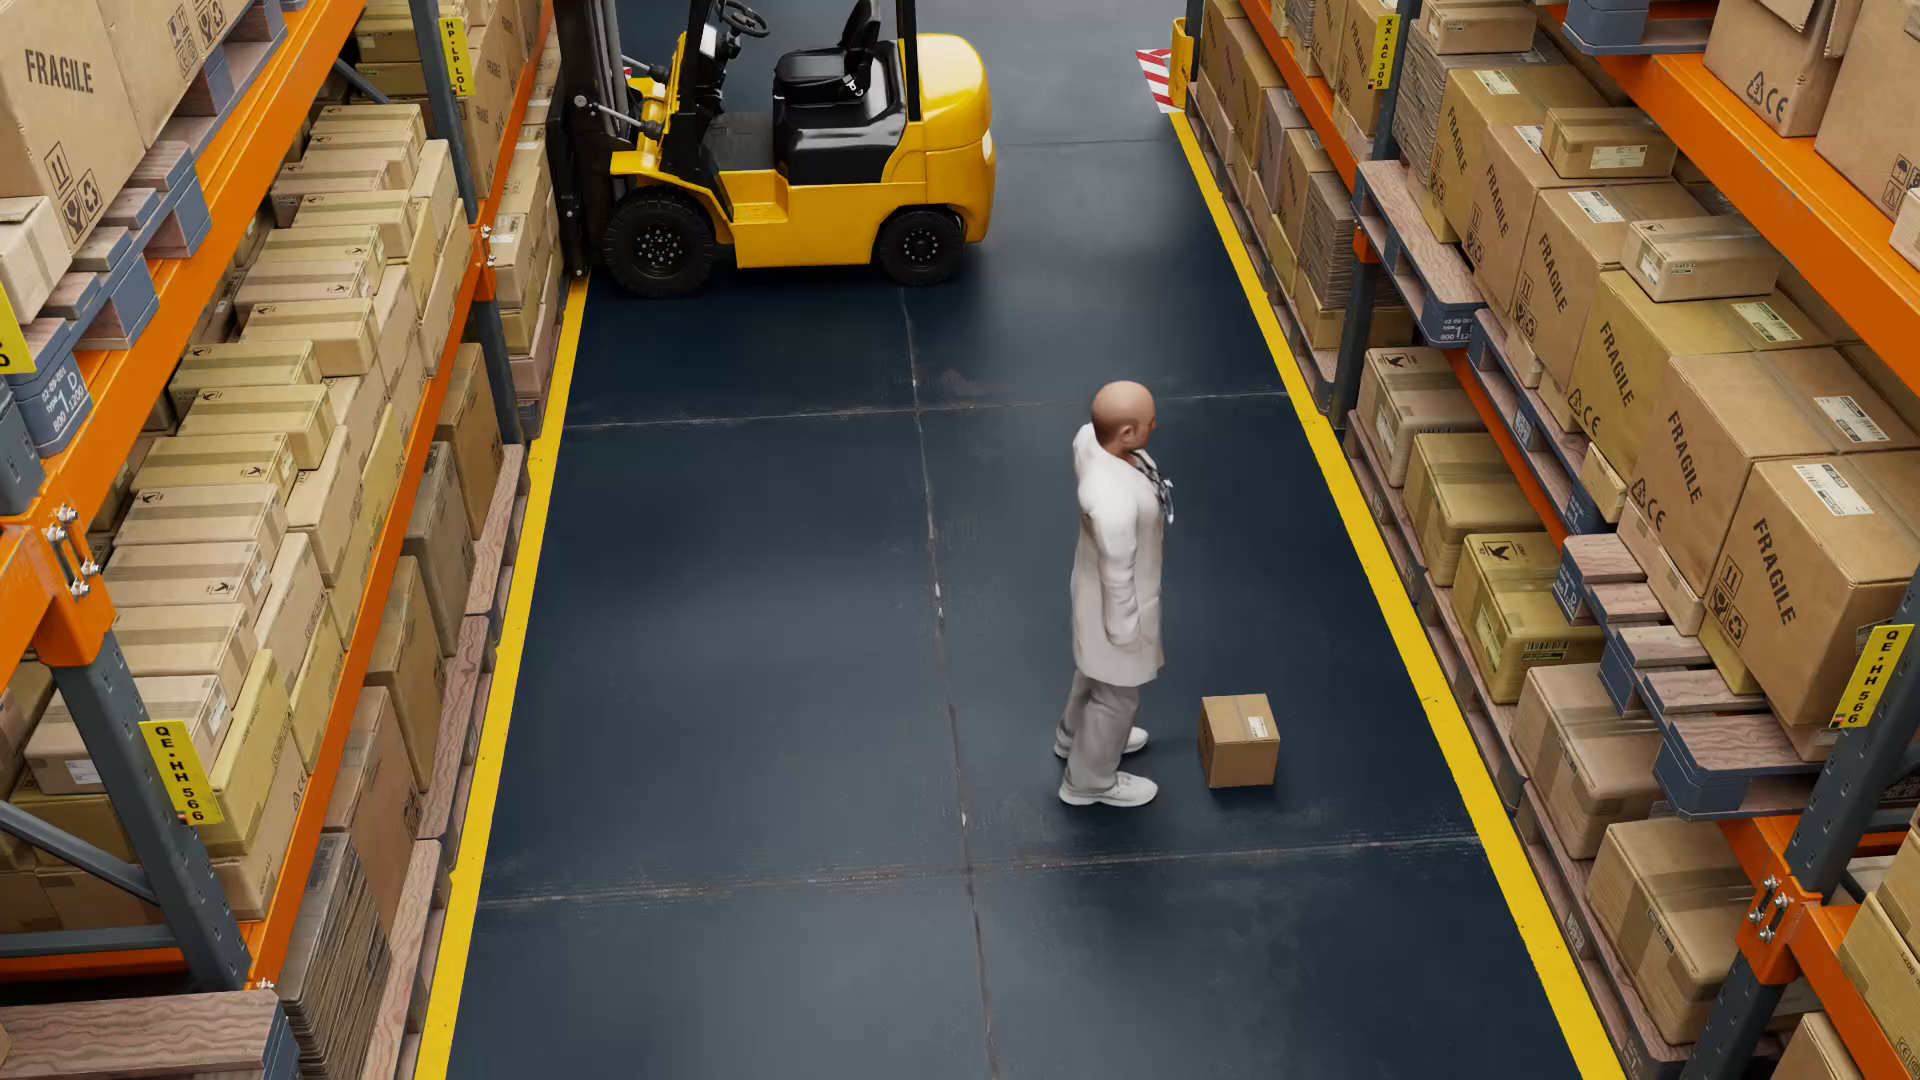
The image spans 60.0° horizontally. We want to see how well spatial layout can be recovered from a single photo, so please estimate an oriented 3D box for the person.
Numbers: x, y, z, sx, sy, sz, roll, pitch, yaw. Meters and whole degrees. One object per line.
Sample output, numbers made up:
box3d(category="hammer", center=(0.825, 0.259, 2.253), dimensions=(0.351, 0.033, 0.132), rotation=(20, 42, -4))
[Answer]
box3d(category="person", center=(0.559, 0.192, 5.930), dimensions=(0.382, 1.775, 0.563), rotation=(-2, 39, -3))
